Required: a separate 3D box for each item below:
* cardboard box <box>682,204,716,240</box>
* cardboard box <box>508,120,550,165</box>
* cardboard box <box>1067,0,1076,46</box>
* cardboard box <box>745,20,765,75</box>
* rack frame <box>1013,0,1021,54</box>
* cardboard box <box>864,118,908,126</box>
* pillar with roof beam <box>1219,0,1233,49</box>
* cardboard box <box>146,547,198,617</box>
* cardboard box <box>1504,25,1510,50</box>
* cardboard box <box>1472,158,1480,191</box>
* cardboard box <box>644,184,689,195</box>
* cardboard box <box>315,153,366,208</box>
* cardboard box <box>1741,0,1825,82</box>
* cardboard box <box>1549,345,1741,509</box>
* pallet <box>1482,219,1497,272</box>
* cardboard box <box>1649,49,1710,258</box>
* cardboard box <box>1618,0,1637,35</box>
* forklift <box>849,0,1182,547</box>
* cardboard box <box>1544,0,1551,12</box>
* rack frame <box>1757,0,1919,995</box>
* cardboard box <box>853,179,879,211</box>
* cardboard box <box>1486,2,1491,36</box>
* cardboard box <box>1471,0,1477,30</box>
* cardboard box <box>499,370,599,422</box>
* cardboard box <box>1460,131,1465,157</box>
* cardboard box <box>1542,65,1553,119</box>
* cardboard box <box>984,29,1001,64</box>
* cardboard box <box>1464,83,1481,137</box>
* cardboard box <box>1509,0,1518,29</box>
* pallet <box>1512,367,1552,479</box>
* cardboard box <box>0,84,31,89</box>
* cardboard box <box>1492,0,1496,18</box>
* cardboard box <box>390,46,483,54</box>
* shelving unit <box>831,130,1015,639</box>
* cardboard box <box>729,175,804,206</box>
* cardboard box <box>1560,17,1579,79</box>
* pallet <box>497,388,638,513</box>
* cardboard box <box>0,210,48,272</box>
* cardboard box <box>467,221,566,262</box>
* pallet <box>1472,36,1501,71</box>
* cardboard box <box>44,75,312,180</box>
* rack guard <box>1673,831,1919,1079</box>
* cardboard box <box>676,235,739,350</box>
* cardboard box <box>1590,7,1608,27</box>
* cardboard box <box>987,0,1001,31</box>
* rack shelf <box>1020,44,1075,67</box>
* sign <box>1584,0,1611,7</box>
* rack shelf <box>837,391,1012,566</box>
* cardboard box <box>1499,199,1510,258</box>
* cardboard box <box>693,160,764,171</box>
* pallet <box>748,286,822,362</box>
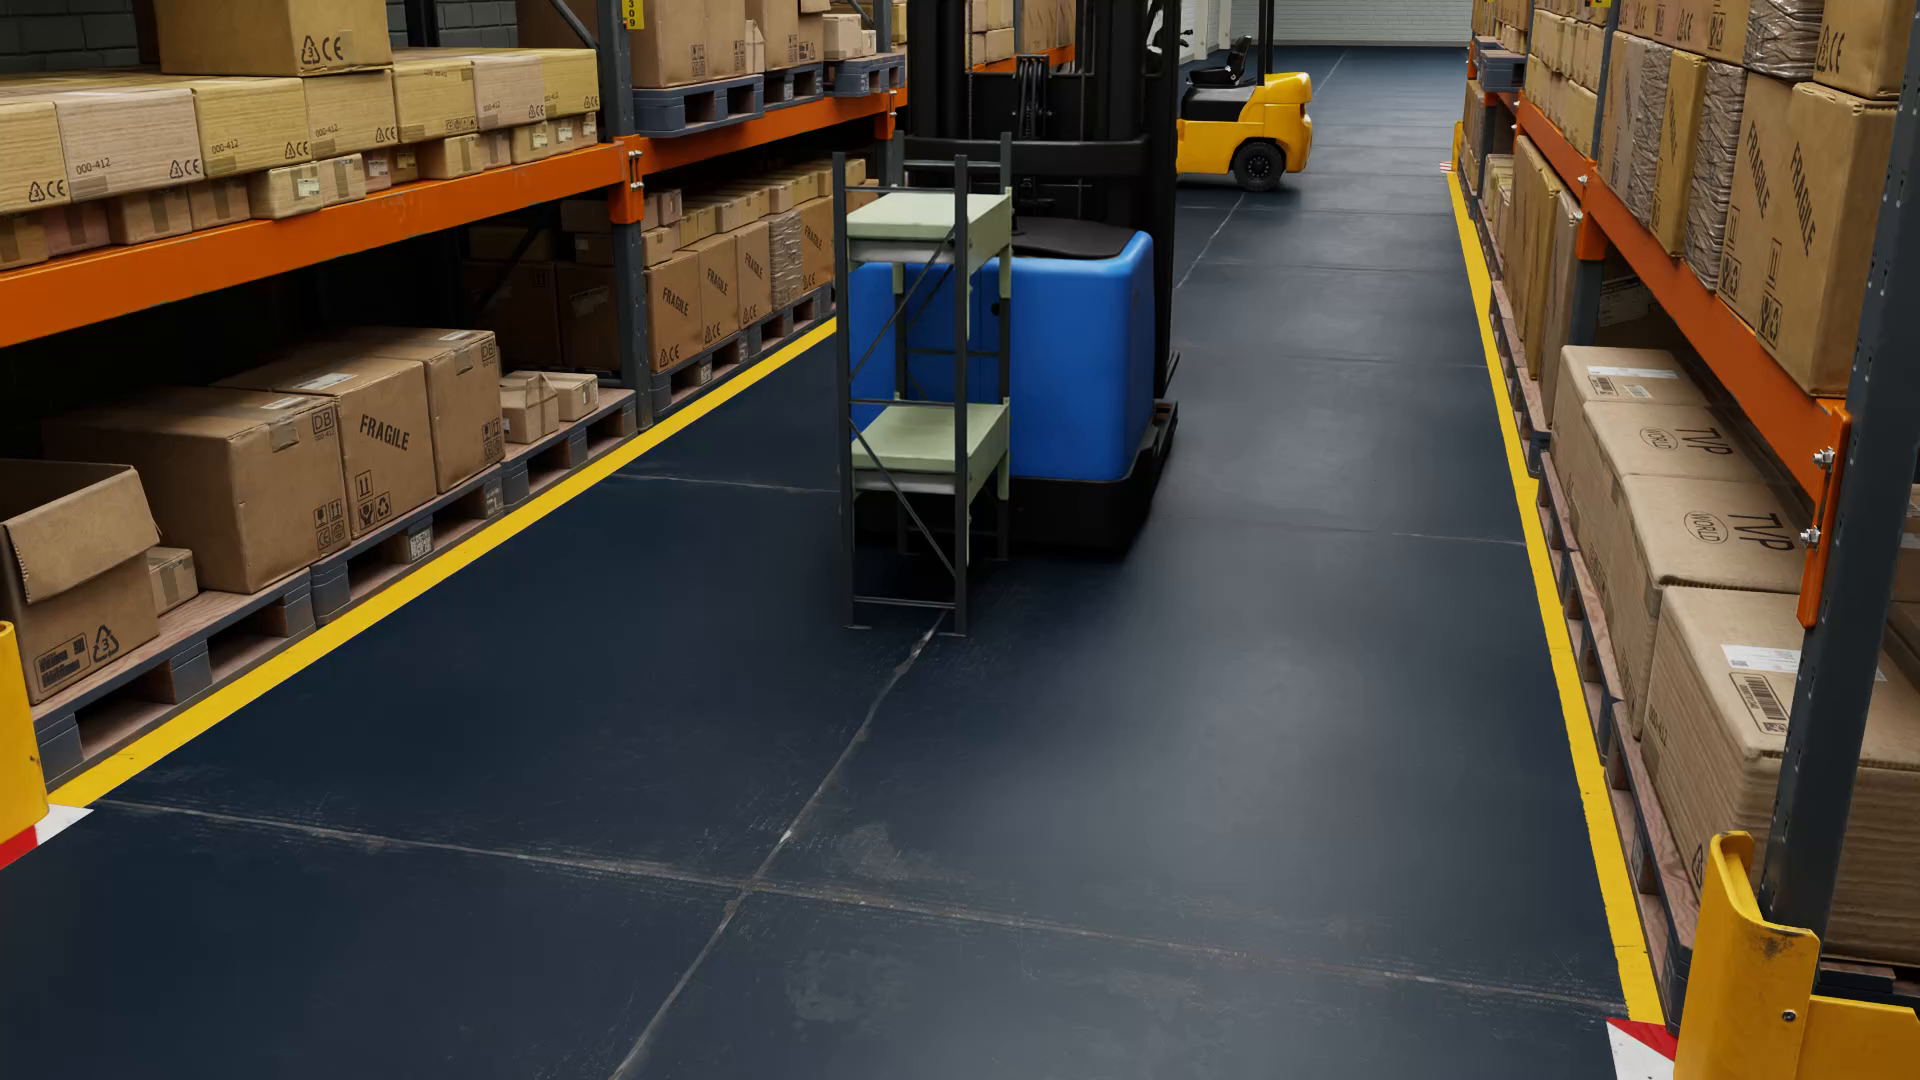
[{"bbox_3d":[-1.480,-1.642,8.567,0.380,0.149,0.250,4,19,12],"label":"cardboard box"},{"bbox_3d":[-1.839,-1.561,6.505,0.380,0.149,0.250,5,20,15],"label":"cardboard box"},{"bbox_3d":[0.882,-5.277,16.842,0.500,0.500,0.500,4,19,12],"label":"cardboard box"},{"bbox_3d":[-1.212,-2.506,8.443,0.396,0.266,0.258,6,20,16],"label":"cardboard box"},{"bbox_3d":[0.031,-4.474,14.644,1.000,3.000,0.127,5,19,13],"label":"rack frame"},{"bbox_3d":[-0.283,-3.141,13.768,0.875,0.625,0.625,4,19,13],"label":"cardboard box"},{"bbox_3d":[11.468,-17.482,43.448,9.100,9.000,0.400,5,19,13],"label":"pillar with roof beam"},{"bbox_3d":[-2.518,0.124,4.946,0.380,0.149,0.250,4,19,11],"label":"cardboard box"},{"bbox_3d":[3.856,-3.368,11.146,0.380,0.149,0.250,5,19,14],"label":"cardboard box"},{"bbox_3d":[4.729,-3.187,14.481,0.500,0.250,0.500,6,20,16],"label":"cardboard box"},{"bbox_3d":[-1.747,-1.913,9.361,0.380,0.149,0.250,4,19,11],"label":"cardboard box"},{"bbox_3d":[-2.147,-1.159,5.328,0.380,0.149,0.250,5,20,15],"label":"cardboard box"},{"bbox_3d":[1.899,-1.178,3.294,0.500,0.500,0.500,5,19,14],"label":"cardboard box"},{"bbox_3d":[2.633,-0.373,5.954,0.875,0.438,0.875,4,19,13],"label":"cardboard box"},{"bbox_3d":[4.360,-2.135,12.113,1.003,0.211,1.213,5,19,13],"label":"pallet"},{"bbox_3d":[2.141,-1.022,4.384,0.500,0.500,0.500,5,20,15],"label":"cardboard box"},{"bbox_3d":[2.539,-1.966,5.600,0.500,0.500,0.500,5,19,14],"label":"cardboard box"},{"bbox_3d":[0.378,-1.802,6.929,1.130,2.935,3.031,4,19,11],"label":"forklift"},{"bbox_3d":[3.398,-3.058,8.798,0.500,0.500,0.500,5,19,14],"label":"cardboard box"},{"bbox_3d":[1.910,-0.322,2.489,0.949,2.616,0.053,5,19,13],"label":"rack frame"},{"bbox_3d":[-0.841,-2.086,10.872,0.500,0.500,0.500,5,20,15],"label":"cardboard box"},{"bbox_3d":[4.832,-4.592,14.375,0.500,0.500,0.500,5,20,15],"label":"cardboard box"},{"bbox_3d":[5.438,-5.398,16.736,0.500,0.500,0.500,4,19,13],"label":"cardboard box"},{"bbox_3d":[-1.775,-0.618,7.117,0.380,0.149,0.250,4,19,12],"label":"cardboard box"},{"bbox_3d":[5.357,-4.003,16.871,0.500,0.250,0.500,4,19,13],"label":"cardboard box"},{"bbox_3d":[3.262,-2.298,8.507,0.500,0.250,0.500,5,20,15],"label":"cardboard box"},{"bbox_3d":[0.044,-4.066,13.683,0.500,0.250,0.500,5,19,13],"label":"cardboard box"},{"bbox_3d":[5.228,-4.186,16.247,0.500,0.500,0.500,4,19,11],"label":"cardboard box"},{"bbox_3d":[3.825,-3.543,10.656,0.500,0.500,0.500,4,19,13],"label":"cardboard box"},{"bbox_3d":[3.006,-0.503,7.335,1.003,0.211,1.213,5,19,13],"label":"pallet"},{"bbox_3d":[-2.919,-1.109,4.565,0.500,0.250,0.500,5,19,14],"label":"cardboard box"},{"bbox_3d":[4.452,-4.345,13.004,0.500,0.500,0.500,5,20,15],"label":"cardboard box"},{"bbox_3d":[-2.307,-1.902,6.887,0.500,0.250,0.500,4,19,13],"label":"cardboard box"},{"bbox_3d":[-0.101,-0.529,5.415,0.431,1.500,0.755,4,19,11],"label":"shelving unit"},{"bbox_3d":[-1.134,-2.043,9.743,0.380,0.149,0.250,4,19,13],"label":"cardboard box"},{"bbox_3d":[2.998,-2.218,7.500,0.500,0.250,0.500,5,20,15],"label":"cardboard box"},{"bbox_3d":[-2.093,-0.431,7.124,1.003,0.211,1.213,5,19,13],"label":"pallet"},{"bbox_3d":[-2.537,-0.758,4.155,0.380,0.149,0.250,5,20,15],"label":"cardboard box"},{"bbox_3d":[-2.113,-1.427,7.939,0.380,0.149,0.250,4,19,11],"label":"cardboard box"},{"bbox_3d":[4.517,-3.764,12.863,1.003,0.211,1.213,5,19,13],"label":"pallet"},{"bbox_3d":[-2.285,-1.220,4.891,0.500,0.250,0.500,4,19,12],"label":"cardboard box"},{"bbox_3d":[1.907,0.869,2.870,1.175,0.500,0.348,5,19,13],"label":"rack guard"},{"bbox_3d":[-1.467,-1.283,8.522,0.500,0.500,0.500,4,19,13],"label":"cardboard box"},{"bbox_3d":[2.756,-2.256,6.449,0.500,0.500,0.500,5,20,15],"label":"cardboard box"},{"bbox_3d":[0.040,-4.303,13.604,0.500,0.250,0.500,4,19,12],"label":"cardboard box"},{"bbox_3d":[0.519,-4.760,16.596,1.077,0.370,4.000,5,19,13],"label":"rack shelf"},{"bbox_3d":[2.362,-2.125,6.101,0.100,0.325,0.005,5,19,13],"label":"sign"},{"bbox_3d":[-0.101,-0.220,5.521,0.431,0.370,0.720,4,19,11],"label":"rack shelf"},{"bbox_3d":[4.015,-1.960,10.702,0.950,0.372,0.625,3,19,10],"label":"cardboard box"},{"bbox_3d":[-1.467,-2.323,10.561,0.380,0.149,0.250,5,20,15],"label":"cardboard box"},{"bbox_3d":[-1.466,-1.288,9.632,1.003,0.211,1.213,5,19,13],"label":"pallet"}]
